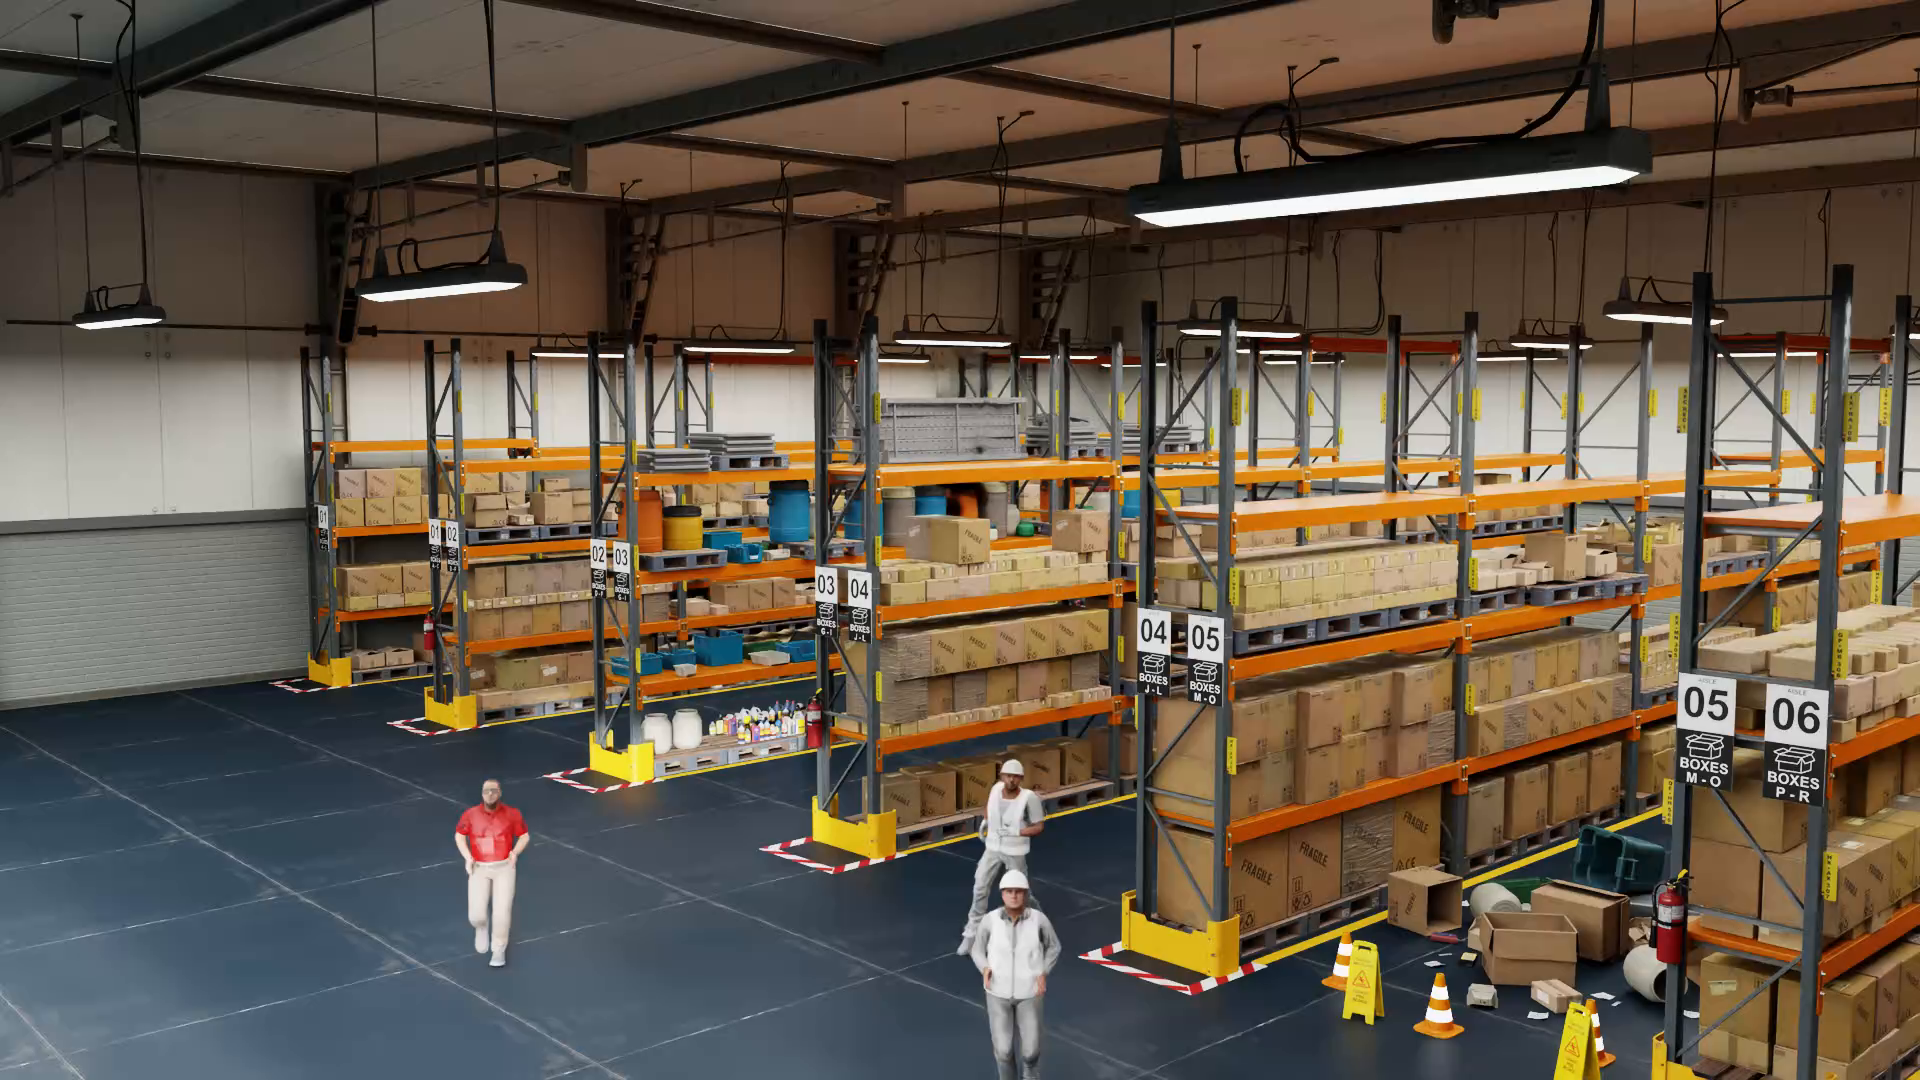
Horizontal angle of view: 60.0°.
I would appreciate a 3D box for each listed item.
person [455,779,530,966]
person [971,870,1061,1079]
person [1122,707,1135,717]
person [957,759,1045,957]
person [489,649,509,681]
[{"bbox_3d":[-4.234,3.002,15.061,0.658,1.676,0.619,-1,5,-13],"label":"person"},{"bbox_3d":[0.395,3.248,11.990,0.654,1.723,0.598,0,5,5],"label":"person"},{"bbox_3d":[2.565,1.771,25.190,0.718,1.793,0.940,4,6,36],"label":"person"},{"bbox_3d":[0.462,2.918,15.510,0.699,1.773,0.999,3,6,28],"label":"person"},{"bbox_3d":[-7.886,1.819,28.472,0.606,1.666,0.924,4,6,36],"label":"person"}]
